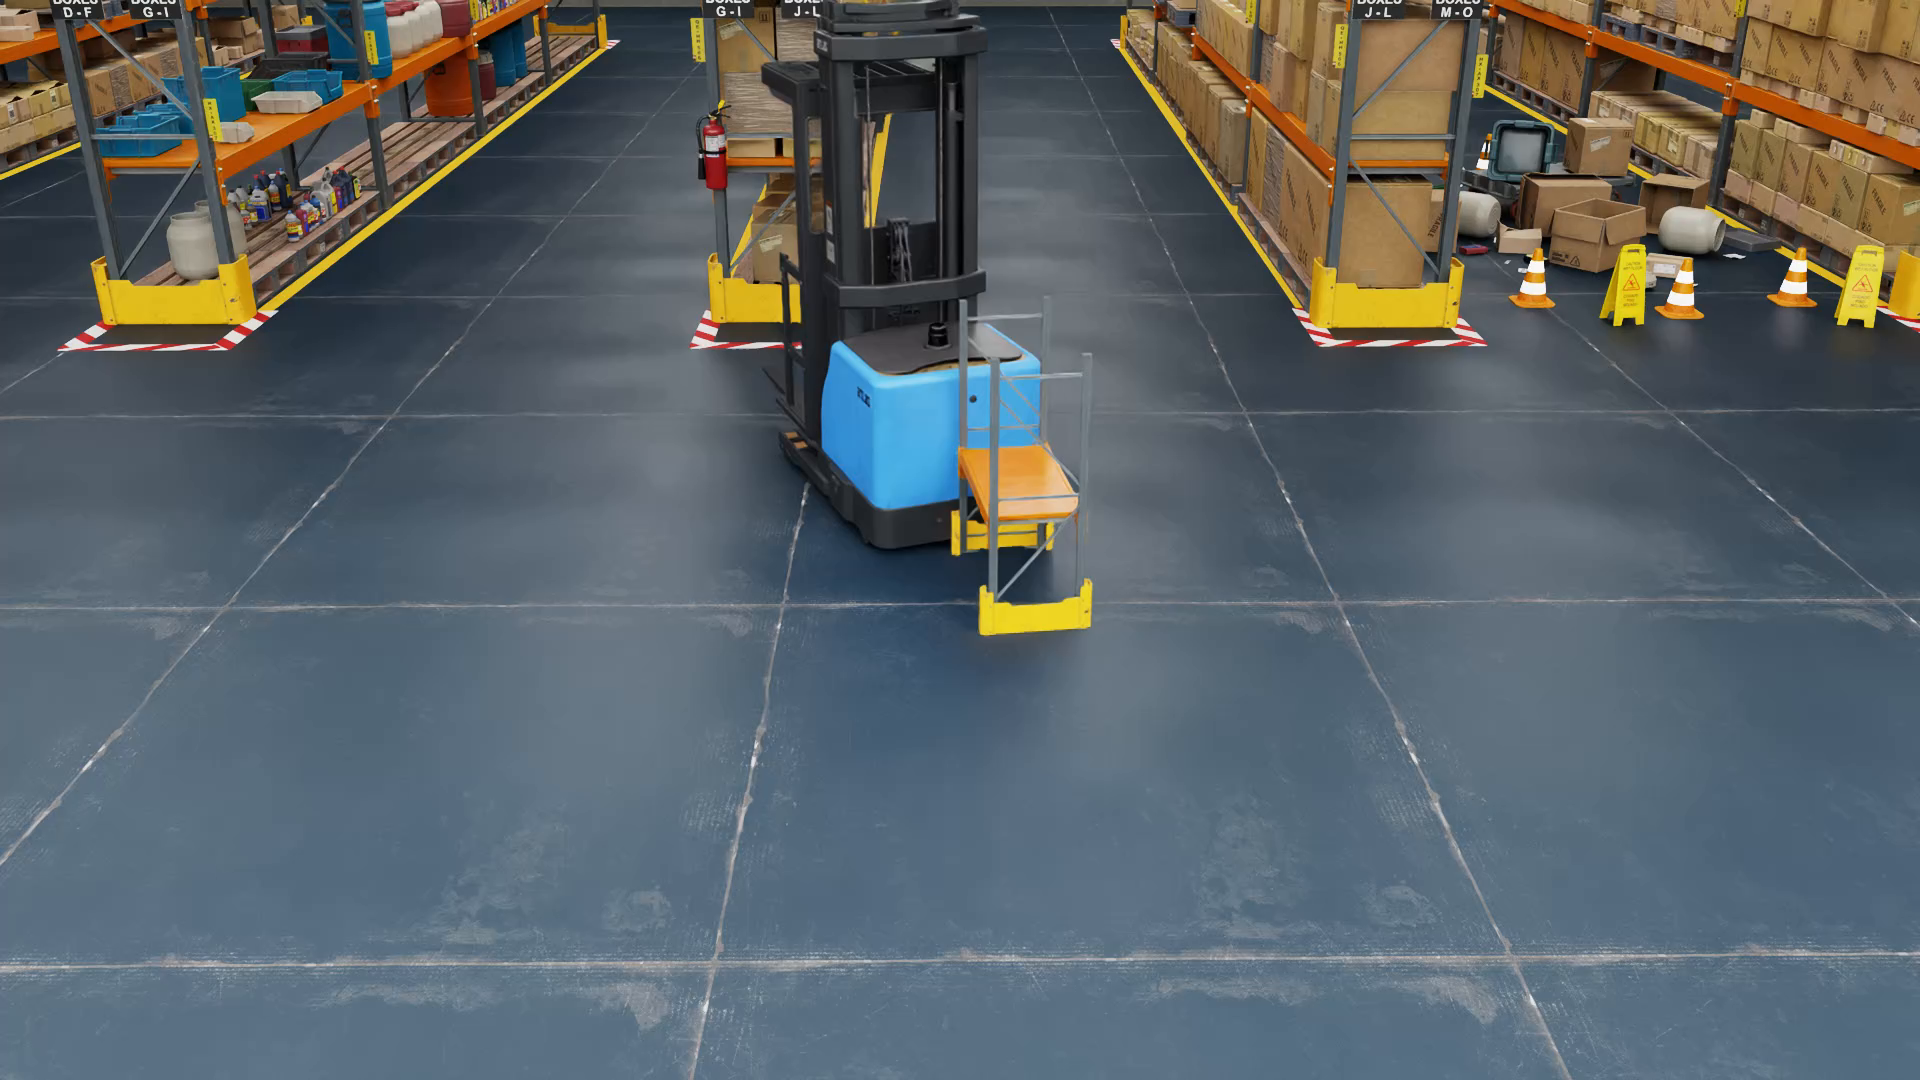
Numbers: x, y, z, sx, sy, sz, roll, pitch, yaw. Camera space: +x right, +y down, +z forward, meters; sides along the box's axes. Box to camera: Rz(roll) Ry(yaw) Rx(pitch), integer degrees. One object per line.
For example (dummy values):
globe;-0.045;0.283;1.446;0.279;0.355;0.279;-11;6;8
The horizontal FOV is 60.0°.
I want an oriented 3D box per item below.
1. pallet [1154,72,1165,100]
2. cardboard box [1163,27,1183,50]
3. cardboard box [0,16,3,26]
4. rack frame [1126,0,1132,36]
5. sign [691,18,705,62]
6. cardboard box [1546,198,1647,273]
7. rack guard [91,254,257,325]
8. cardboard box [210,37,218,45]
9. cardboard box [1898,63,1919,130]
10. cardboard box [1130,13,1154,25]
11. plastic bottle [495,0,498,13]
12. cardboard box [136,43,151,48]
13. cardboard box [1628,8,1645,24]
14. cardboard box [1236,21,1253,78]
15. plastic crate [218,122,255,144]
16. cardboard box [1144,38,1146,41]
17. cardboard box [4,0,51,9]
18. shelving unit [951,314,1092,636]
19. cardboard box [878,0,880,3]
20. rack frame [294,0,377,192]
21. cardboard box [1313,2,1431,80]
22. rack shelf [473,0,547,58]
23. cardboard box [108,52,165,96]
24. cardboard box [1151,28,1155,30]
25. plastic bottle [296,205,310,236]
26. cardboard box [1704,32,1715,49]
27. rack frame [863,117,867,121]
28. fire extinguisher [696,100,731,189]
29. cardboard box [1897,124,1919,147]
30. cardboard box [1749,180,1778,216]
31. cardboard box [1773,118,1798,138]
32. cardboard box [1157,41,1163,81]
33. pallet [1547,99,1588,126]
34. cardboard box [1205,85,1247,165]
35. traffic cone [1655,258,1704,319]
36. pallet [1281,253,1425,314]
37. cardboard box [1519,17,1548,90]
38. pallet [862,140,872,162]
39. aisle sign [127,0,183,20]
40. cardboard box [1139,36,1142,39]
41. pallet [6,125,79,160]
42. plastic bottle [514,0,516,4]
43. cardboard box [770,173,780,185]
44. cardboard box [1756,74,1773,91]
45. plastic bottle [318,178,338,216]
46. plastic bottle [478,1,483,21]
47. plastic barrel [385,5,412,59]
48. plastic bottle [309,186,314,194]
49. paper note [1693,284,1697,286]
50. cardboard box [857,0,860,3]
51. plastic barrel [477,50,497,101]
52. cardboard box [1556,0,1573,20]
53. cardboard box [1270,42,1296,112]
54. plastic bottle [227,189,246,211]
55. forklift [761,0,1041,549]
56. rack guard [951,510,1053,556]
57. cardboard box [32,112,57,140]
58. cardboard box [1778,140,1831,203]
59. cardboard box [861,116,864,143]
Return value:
pallet;3.367;-6.533;23.939;1.003;0.211;1.213;0;24;-1
cardboard box;3.109;-6.994;23.187;0.500;0.250;0.500;0;24;1
cardboard box;-11.650;-6.043;19.579;0.500;0.311;0.500;-1;24;-1
rack frame;3.313;-9.773;27.718;1.000;3.000;0.127;0;24;-1
sign;-2.028;-3.877;12.893;0.100;0.325;0.005;0;24;-1
cardboard box;5.886;-2.819;15.372;0.797;0.503;0.637;-19;31;-36
rack guard;-6.473;-2.069;13.718;1.175;0.500;0.348;0;24;-1
cardboard box;-11.808;-7.619;25.685;0.500;0.311;0.500;0;24;-1
cardboard box;8.155;-3.647;13.692;0.500;0.500;0.500;-1;24;-1
cardboard box;2.977;-8.501;27.135;0.380;0.149;0.250;0;24;-1
plastic bottle;-6.181;-7.118;22.005;0.097;0.271;0.097;0;24;0
cardboard box;-11.731;-6.742;23.517;0.500;0.500;0.500;0;24;0
cardboard box;8.076;-6.139;19.480;0.380;0.149;0.250;0;24;0
cardboard box;3.171;-5.087;17.237;0.500;0.500;0.500;0;24;-1
plastic crate;-6.114;-3.427;14.007;0.298;0.136;0.250;0;24;-1
cardboard box;3.090;-7.822;25.993;0.380;0.149;0.250;-1;24;-3
cardboard box;-11.585;-6.949;20.843;0.700;0.500;0.500;-9;26;-18
shelving unit;0.318;-0.421;8.861;0.587;1.500;1.083;-4;25;-8
cardboard box;-1.310;-7.166;21.834;0.500;0.500;0.500;-1;24;-2
rack frame;-6.466;-4.825;16.779;0.949;2.616;0.053;0;24;-1
cardboard box;3.424;-4.119;13.726;0.875;0.550;0.550;0;24;-1
rack shelf;-6.535;-6.970;22.393;1.077;0.370;4.000;0;24;-1
cardboard box;-11.208;-6.341;22.629;0.500;0.500;0.500;-1;24;-2
cardboard box;3.116;-7.748;25.470;0.380;0.149;0.250;1;24;1
plastic bottle;-6.118;-2.982;15.465;0.061;0.283;0.133;0;24;0
cardboard box;8.126;-5.288;17.598;0.380;0.149;0.250;-1;24;-2
rack frame;-1.557;-6.496;20.472;0.949;2.616;0.053;0;24;-1
fire extinguisher;-1.932;-3.115;13.091;0.296;0.674;0.183;0;24;-1
cardboard box;8.105;-3.386;13.902;0.380;0.149;0.250;-1;24;-1
cardboard box;8.146;-3.366;16.380;0.500;0.250;0.500;1;24;2
cardboard box;8.078;-3.960;15.995;0.380;0.149;0.250;1;24;1
cardboard box;3.100;-6.871;23.827;0.500;0.500;0.500;1;24;1
pallet;8.416;-5.595;21.864;1.003;0.211;1.213;0;24;-1
cardboard box;3.341;-4.647;18.606;1.050;0.750;0.750;0;24;-1
traffic cone;6.036;-2.114;13.863;0.336;0.463;0.334;0;24;-1
pallet;3.401;-2.238;14.443;1.003;0.211;1.213;0;24;-1
cardboard box;8.410;-6.784;23.179;0.875;0.875;0.875;0;24;1
pallet;-1.543;-4.402;19.226;1.003;0.211;1.213;0;24;-1
aisle sign;-6.132;-4.333;12.536;0.394;0.787;0.004;0;24;-1
cardboard box;3.085;-8.028;26.809;0.380;0.149;0.250;0;24;0
pallet;-11.496;-4.843;20.201;1.003;0.211;1.213;0;24;-1
plastic bottle;-6.219;-7.546;22.945;0.152;0.276;0.135;0;24;-1
cardboard box;-1.538;-3.499;16.370;0.500;0.500;0.500;8;25;16
cardboard box;8.130;-4.542;16.458;0.380;0.149;0.250;0;24;1
plastic bottle;-6.168;-3.342;16.181;0.144;0.351;0.185;0;24;-1
plastic bottle;-6.199;-6.787;21.268;0.152;0.276;0.135;0;24;-1
plastic barrel;-6.268;-5.585;18.293;0.433;0.535;0.433;0;24;0
plastic bottle;-6.271;-3.301;16.170;0.061;0.283;0.133;0;24;-1
paper note;6.436;-2.272;14.735;0.148;0.019;0.142;-9;26;-19
cardboard box;-1.236;-5.300;16.133;0.500;0.500;0.500;0;24;-1
plastic barrel;-6.547;-6.233;22.308;0.600;0.588;0.708;0;24;-1
cardboard box;8.063;-6.890;21.525;0.500;0.250;0.500;0;24;0
cardboard box;3.377;-4.295;15.424;0.875;0.550;0.550;0;24;-1
plastic bottle;-6.867;-3.155;15.766;0.144;0.351;0.185;1;24;2
forklift;-0.545;-1.866;10.318;1.130;2.935;3.031;-9;26;-20
rack guard;0.243;-0.055;9.567;0.587;0.250;0.087;-4;25;-8
cardboard box;-11.207;-4.963;19.911;0.500;0.250;0.500;-1;24;-1
cardboard box;8.151;-3.494;15.752;0.500;0.500;0.500;1;24;2
cardboard box;-1.501;-4.819;19.265;0.700;0.500;0.500;2;24;4
